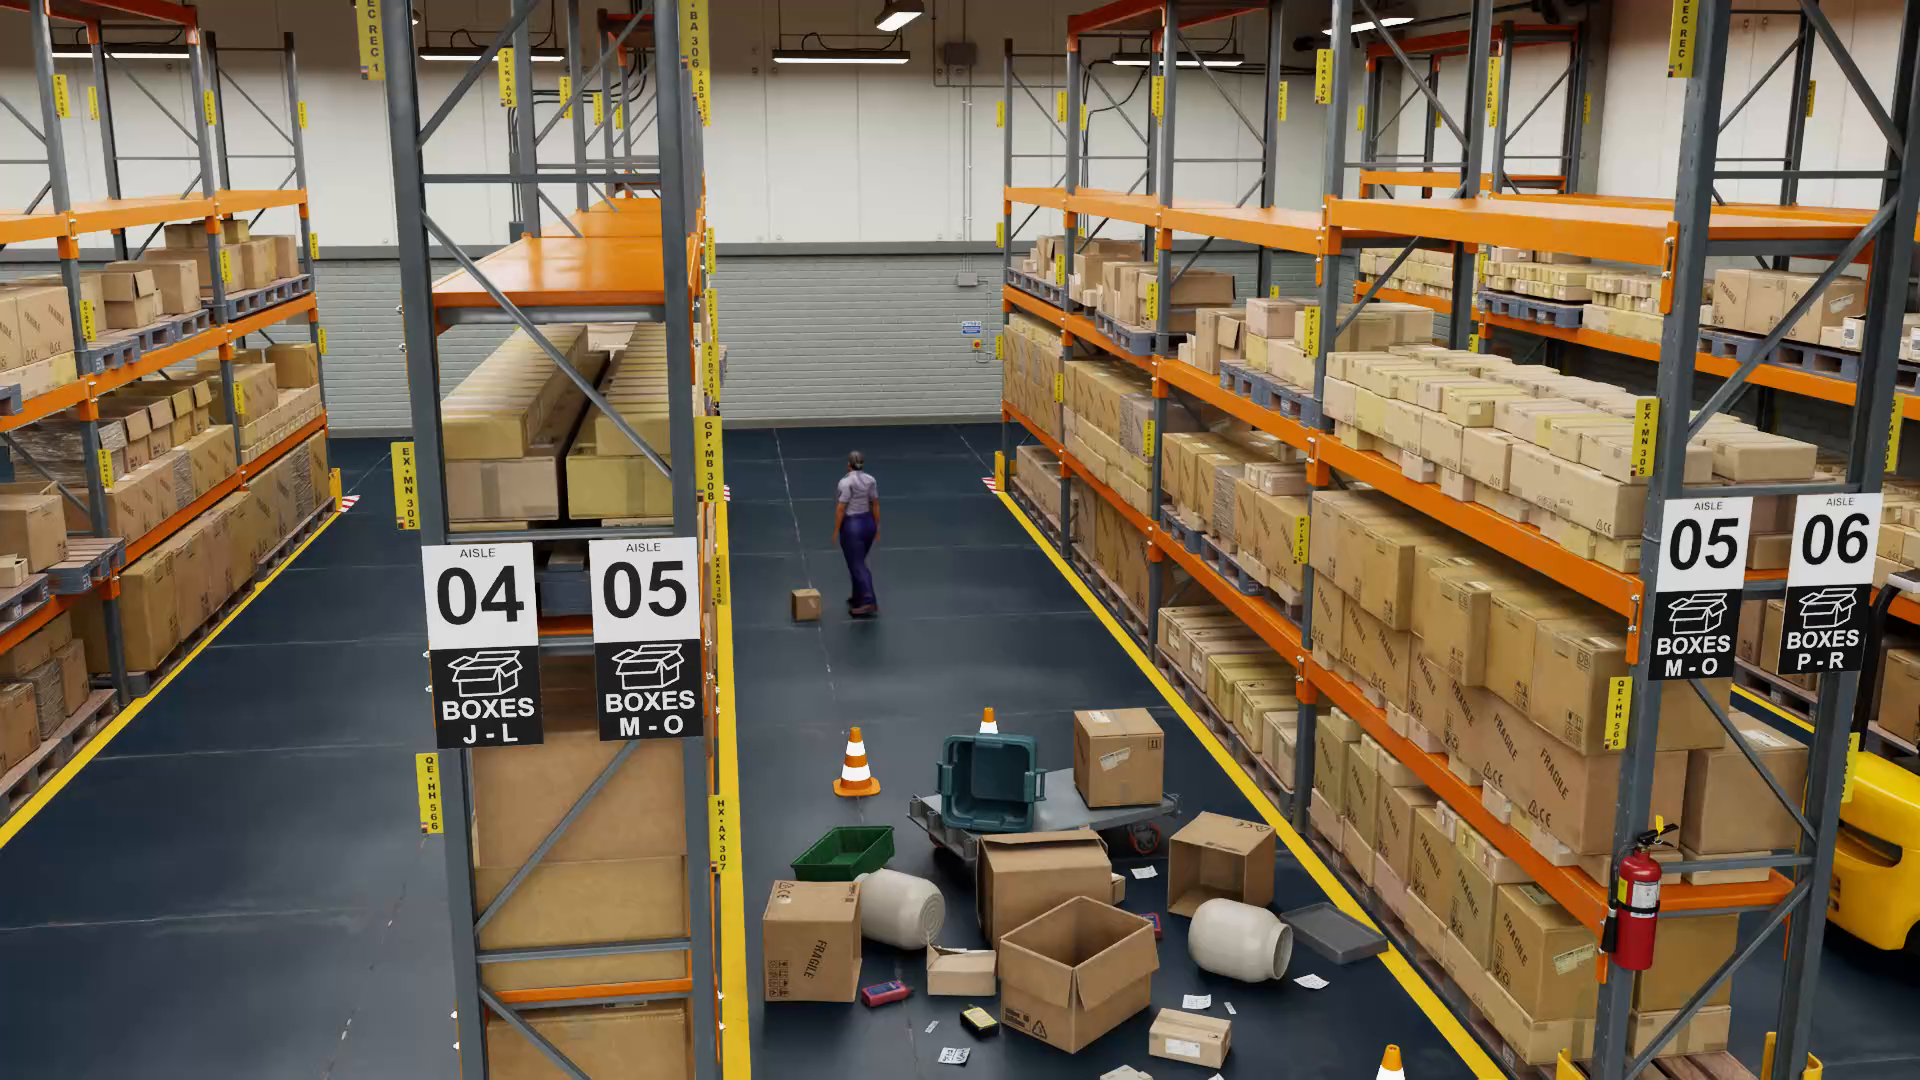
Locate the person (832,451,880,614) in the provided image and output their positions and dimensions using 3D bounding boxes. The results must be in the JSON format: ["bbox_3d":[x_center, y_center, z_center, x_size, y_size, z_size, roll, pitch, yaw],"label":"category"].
[{"bbox_3d":[-1.023,-0.089,16.917,0.609,1.637,0.561,12,18,40],"label":"person"}]
